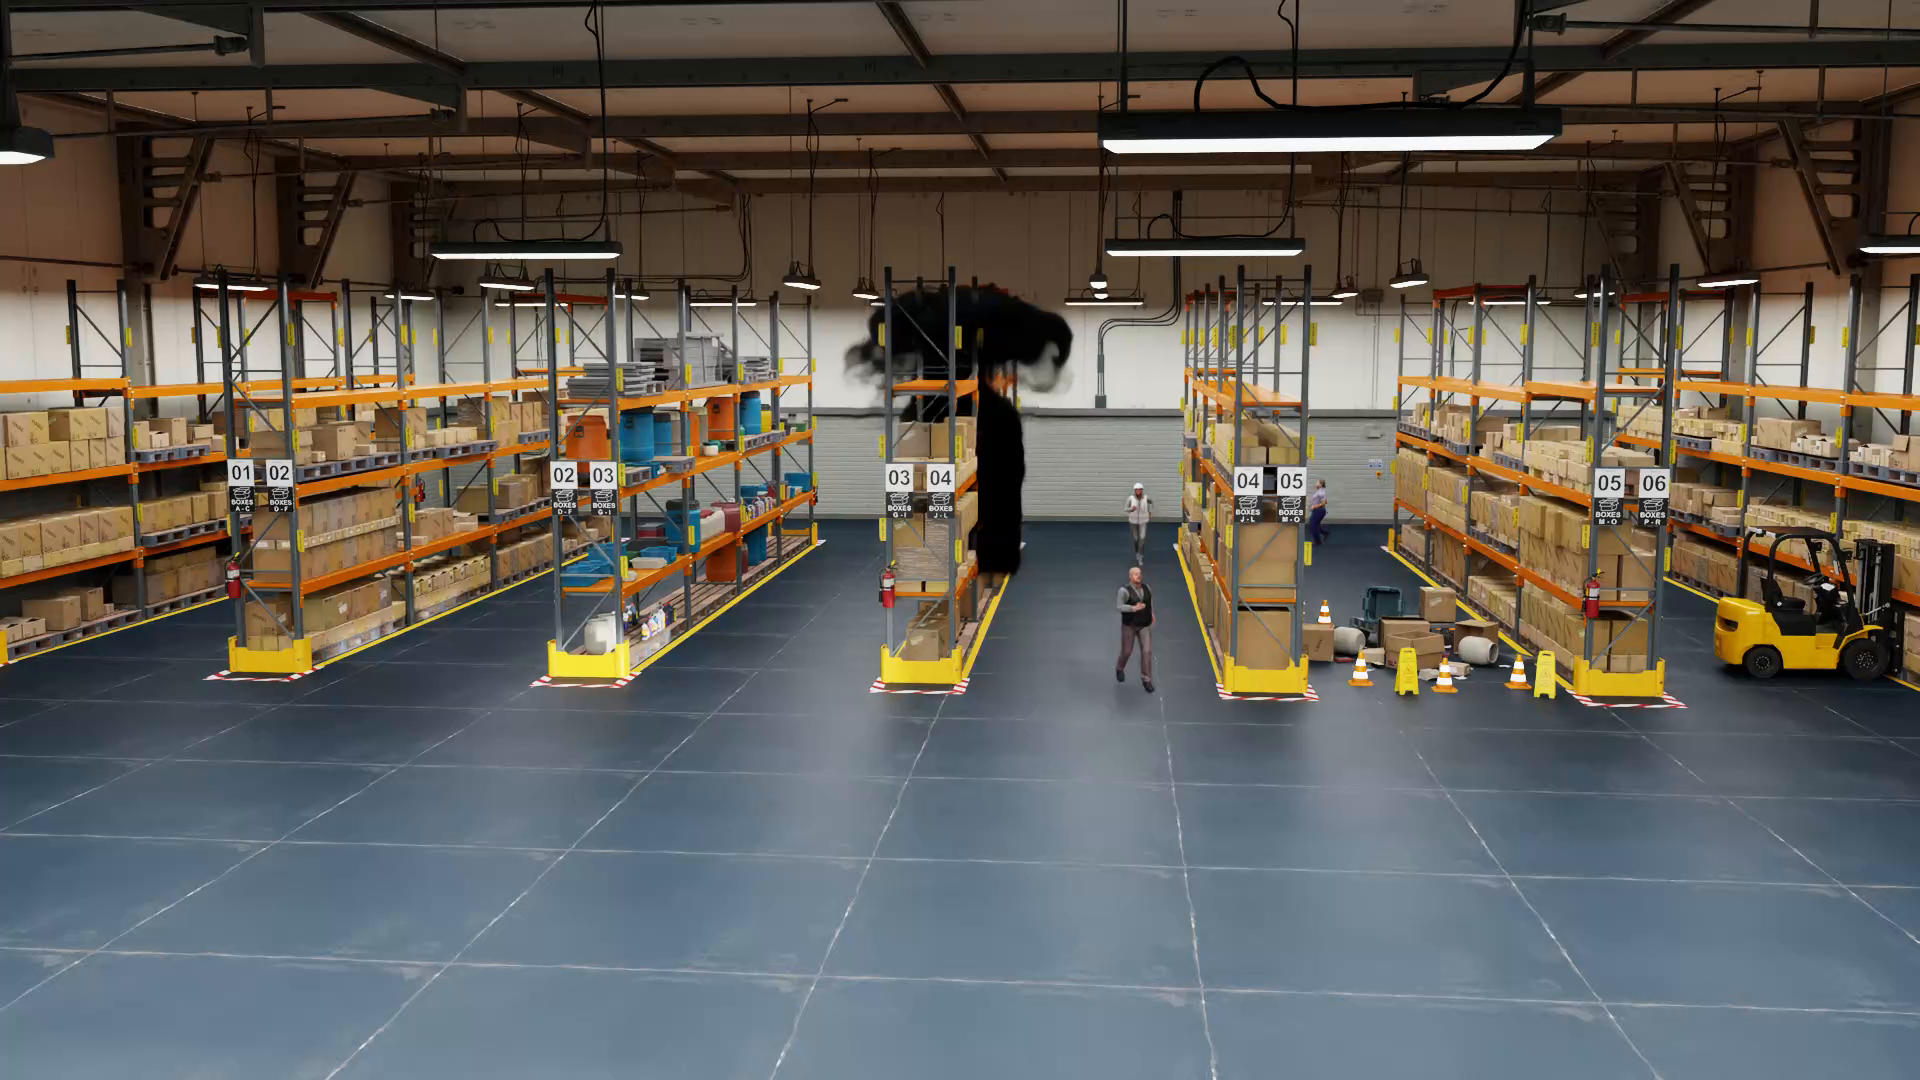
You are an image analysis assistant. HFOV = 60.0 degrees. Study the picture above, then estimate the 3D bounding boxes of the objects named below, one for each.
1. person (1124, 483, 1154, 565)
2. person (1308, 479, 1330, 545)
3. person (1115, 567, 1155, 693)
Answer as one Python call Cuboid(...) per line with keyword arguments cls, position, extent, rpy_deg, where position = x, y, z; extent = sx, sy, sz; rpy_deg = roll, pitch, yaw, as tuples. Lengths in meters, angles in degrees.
Cuboid(cls="person", position=(3.978, -0.358, 37.058), extent=(0.643, 1.853, 0.862), rpy_deg=(1, 7, 9))
Cuboid(cls="person", position=(8.715, -0.679, 40.275), extent=(0.576, 1.594, 0.605), rpy_deg=(0, 7, 2))
Cuboid(cls="person", position=(2.518, 1.248, 23.780), extent=(0.660, 1.730, 0.923), rpy_deg=(-2, 7, -17))
